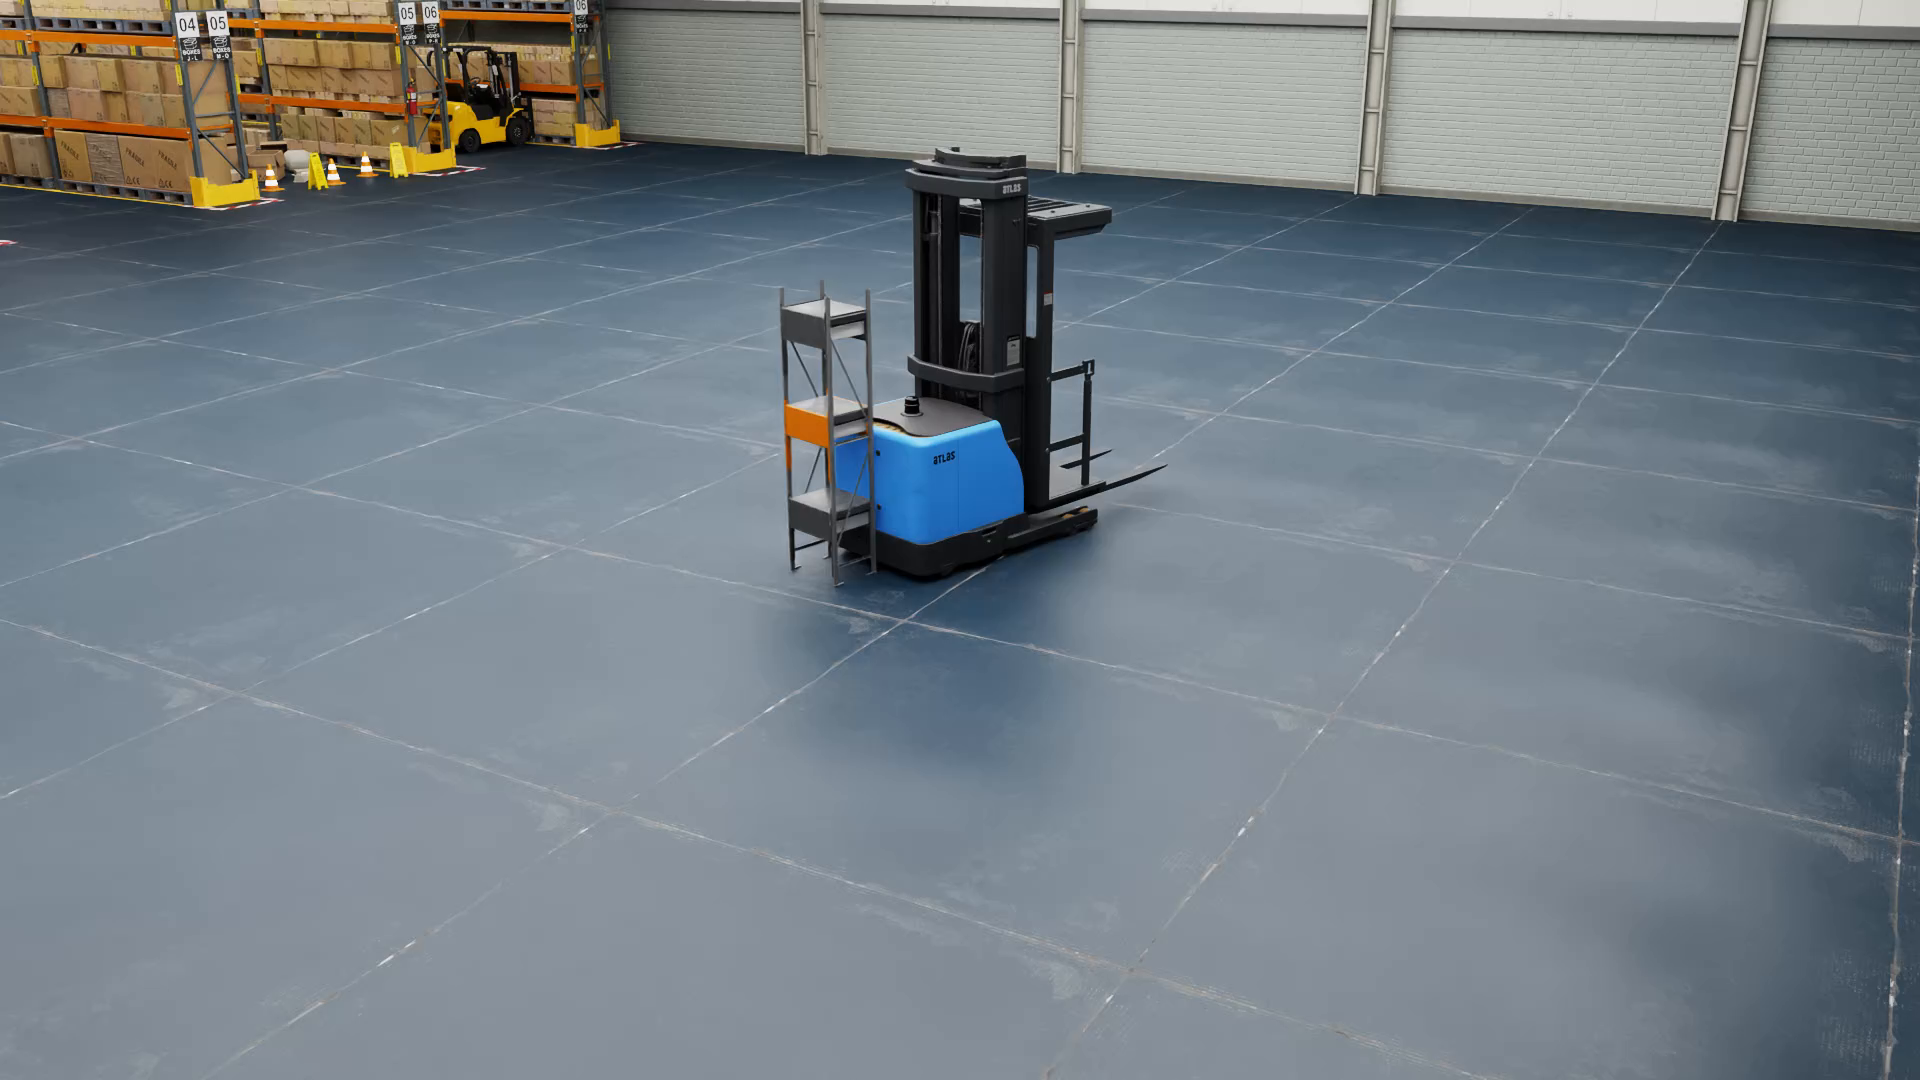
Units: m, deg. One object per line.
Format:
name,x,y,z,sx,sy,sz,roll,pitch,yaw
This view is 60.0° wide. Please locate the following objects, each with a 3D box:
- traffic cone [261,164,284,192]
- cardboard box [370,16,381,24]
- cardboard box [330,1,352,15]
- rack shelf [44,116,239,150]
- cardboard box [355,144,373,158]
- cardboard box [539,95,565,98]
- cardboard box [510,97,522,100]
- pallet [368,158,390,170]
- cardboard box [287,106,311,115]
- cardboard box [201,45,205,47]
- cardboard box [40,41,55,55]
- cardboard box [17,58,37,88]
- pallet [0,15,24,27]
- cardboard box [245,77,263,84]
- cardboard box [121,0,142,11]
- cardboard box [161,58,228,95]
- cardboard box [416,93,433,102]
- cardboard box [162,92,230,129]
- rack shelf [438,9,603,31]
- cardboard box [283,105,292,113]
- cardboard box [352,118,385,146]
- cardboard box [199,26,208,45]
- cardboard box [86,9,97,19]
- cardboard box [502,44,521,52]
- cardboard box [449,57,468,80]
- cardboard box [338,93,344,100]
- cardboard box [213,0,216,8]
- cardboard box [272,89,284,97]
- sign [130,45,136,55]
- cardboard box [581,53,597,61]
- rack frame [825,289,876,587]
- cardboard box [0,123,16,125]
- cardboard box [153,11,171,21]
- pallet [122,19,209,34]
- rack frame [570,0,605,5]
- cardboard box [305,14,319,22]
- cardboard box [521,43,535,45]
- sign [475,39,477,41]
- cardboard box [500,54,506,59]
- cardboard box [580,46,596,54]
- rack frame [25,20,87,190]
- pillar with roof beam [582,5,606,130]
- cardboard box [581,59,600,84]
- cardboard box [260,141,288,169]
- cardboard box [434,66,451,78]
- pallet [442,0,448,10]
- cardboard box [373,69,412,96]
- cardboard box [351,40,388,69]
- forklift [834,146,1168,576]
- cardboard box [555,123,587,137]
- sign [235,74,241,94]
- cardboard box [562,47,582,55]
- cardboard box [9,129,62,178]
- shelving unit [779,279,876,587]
traffic cone,-12.663,-6.664,30.558,0.334,0.463,0.336,11,23,27
cardboard box,-11.247,-10.136,32.378,0.250,0.149,0.380,11,23,28
cardboard box,-12.038,-10.489,32.768,0.500,0.250,0.500,12,23,29
rack shelf,-14.638,-7.340,29.756,4.000,0.370,1.077,11,23,27
cardboard box,-11.852,-7.884,33.616,0.500,0.250,0.500,11,23,27
cardboard box,-9.346,-9.994,37.967,0.500,0.250,0.500,11,22,27
cardboard box,-10.036,-9.924,37.774,0.500,0.250,0.500,10,22,26
pallet,-11.325,-7.683,33.737,1.213,0.211,1.003,11,23,27
cardboard box,-13.595,-8.846,34.219,0.250,0.149,0.380,11,23,28
cardboard box,-16.561,-10.475,36.145,0.500,0.500,0.500,10,22,26
cardboard box,-20.341,-11.114,37.491,0.500,0.500,0.500,11,22,27
cardboard box,-16.821,-8.609,30.586,0.500,0.500,0.700,10,22,26
pallet,-18.311,-9.721,31.143,1.213,0.211,1.003,12,23,30
cardboard box,-14.642,-9.584,34.640,0.250,0.149,0.380,11,23,28
cardboard box,-13.892,-9.151,28.316,0.500,0.250,0.500,11,23,27
cardboard box,-13.197,-7.997,28.709,0.550,0.550,0.875,11,23,27
cardboard box,-10.762,-8.836,33.194,0.250,0.149,0.380,11,23,28
cardboard box,-13.238,-7.464,28.824,0.550,0.550,0.875,11,23,27
rack shelf,-9.895,-11.719,37.429,4.000,0.370,1.077,11,23,27
cardboard box,-16.497,-10.846,41.416,0.500,0.500,0.500,12,23,30
cardboard box,-11.850,-8.235,33.484,0.500,0.500,0.500,12,23,29
cardboard box,-19.795,-13.059,43.150,0.500,0.500,0.500,10,22,26
cardboard box,-14.904,-9.133,28.850,0.250,0.149,0.380,11,23,28
cardboard box,-10.118,-11.103,37.541,0.250,0.149,0.380,11,23,28
cardboard box,-11.381,-10.875,38.300,0.500,0.500,0.500,10,22,26
cardboard box,-12.322,-8.976,33.581,0.250,0.149,0.380,11,23,27
cardboard box,-15.523,-11.263,34.721,0.500,0.250,0.500,11,23,28
cardboard box,-13.940,-9.235,34.294,0.250,0.149,0.380,11,23,27
sign,-17.818,-10.545,35.838,0.005,0.325,0.100,11,23,27
cardboard box,-8.319,-10.800,37.141,0.250,0.149,0.380,10,22,26
rack frame,-0.763,-0.696,11.701,0.400,2.100,0.015,-19,27,-41
cardboard box,-22.320,-10.110,39.478,0.875,0.438,0.875,10,22,26
cardboard box,-13.348,-8.836,28.033,0.250,0.149,0.380,11,23,27
pallet,-13.545,-8.834,28.552,1.213,0.211,1.003,11,23,27
rack frame,-8.149,-13.135,35.878,0.127,3.000,1.000,11,23,27
cardboard box,-12.823,-10.428,33.183,0.250,0.149,0.380,10,22,26
cardboard box,-9.907,-11.234,37.902,0.250,0.149,0.380,12,23,29
sign,-11.372,-11.589,39.030,0.005,0.325,0.100,11,23,27
cardboard box,-10.151,-10.937,37.520,0.250,0.149,0.380,10,22,26
cardboard box,-8.338,-10.926,37.052,0.250,0.149,0.380,10,22,26
rack frame,-16.384,-8.011,30.550,0.127,3.000,1.000,11,23,27
pillar with roof beam,-10.417,-12.237,33.404,0.400,9.000,9.100,11,23,27
cardboard box,-8.446,-10.526,37.339,0.500,0.500,0.500,12,23,29
cardboard box,-13.787,-7.744,33.477,0.500,0.500,0.500,-7,21,-20
cardboard box,-12.209,-10.915,38.776,0.500,0.250,0.500,11,23,29
pallet,-12.417,-12.443,38.649,1.217,0.209,0.805,10,22,25
cardboard box,-11.175,-9.031,32.780,0.500,0.500,0.500,10,22,26
cardboard box,-11.557,-9.599,32.880,0.500,0.500,0.700,11,23,28
forklift,0.443,-1.527,12.777,3.031,2.935,1.130,-19,27,-41
cardboard box,-8.713,-9.203,37.254,0.500,0.250,0.500,11,23,28
sign,-12.616,-7.954,29.008,0.005,0.325,0.100,11,23,27
cardboard box,-8.564,-10.803,36.714,0.250,0.149,0.380,11,23,27
cardboard box,-16.970,-7.227,31.073,0.750,0.750,1.050,11,23,27
shelving unit,-0.935,-0.755,11.864,0.431,2.100,0.503,-19,27,-41
